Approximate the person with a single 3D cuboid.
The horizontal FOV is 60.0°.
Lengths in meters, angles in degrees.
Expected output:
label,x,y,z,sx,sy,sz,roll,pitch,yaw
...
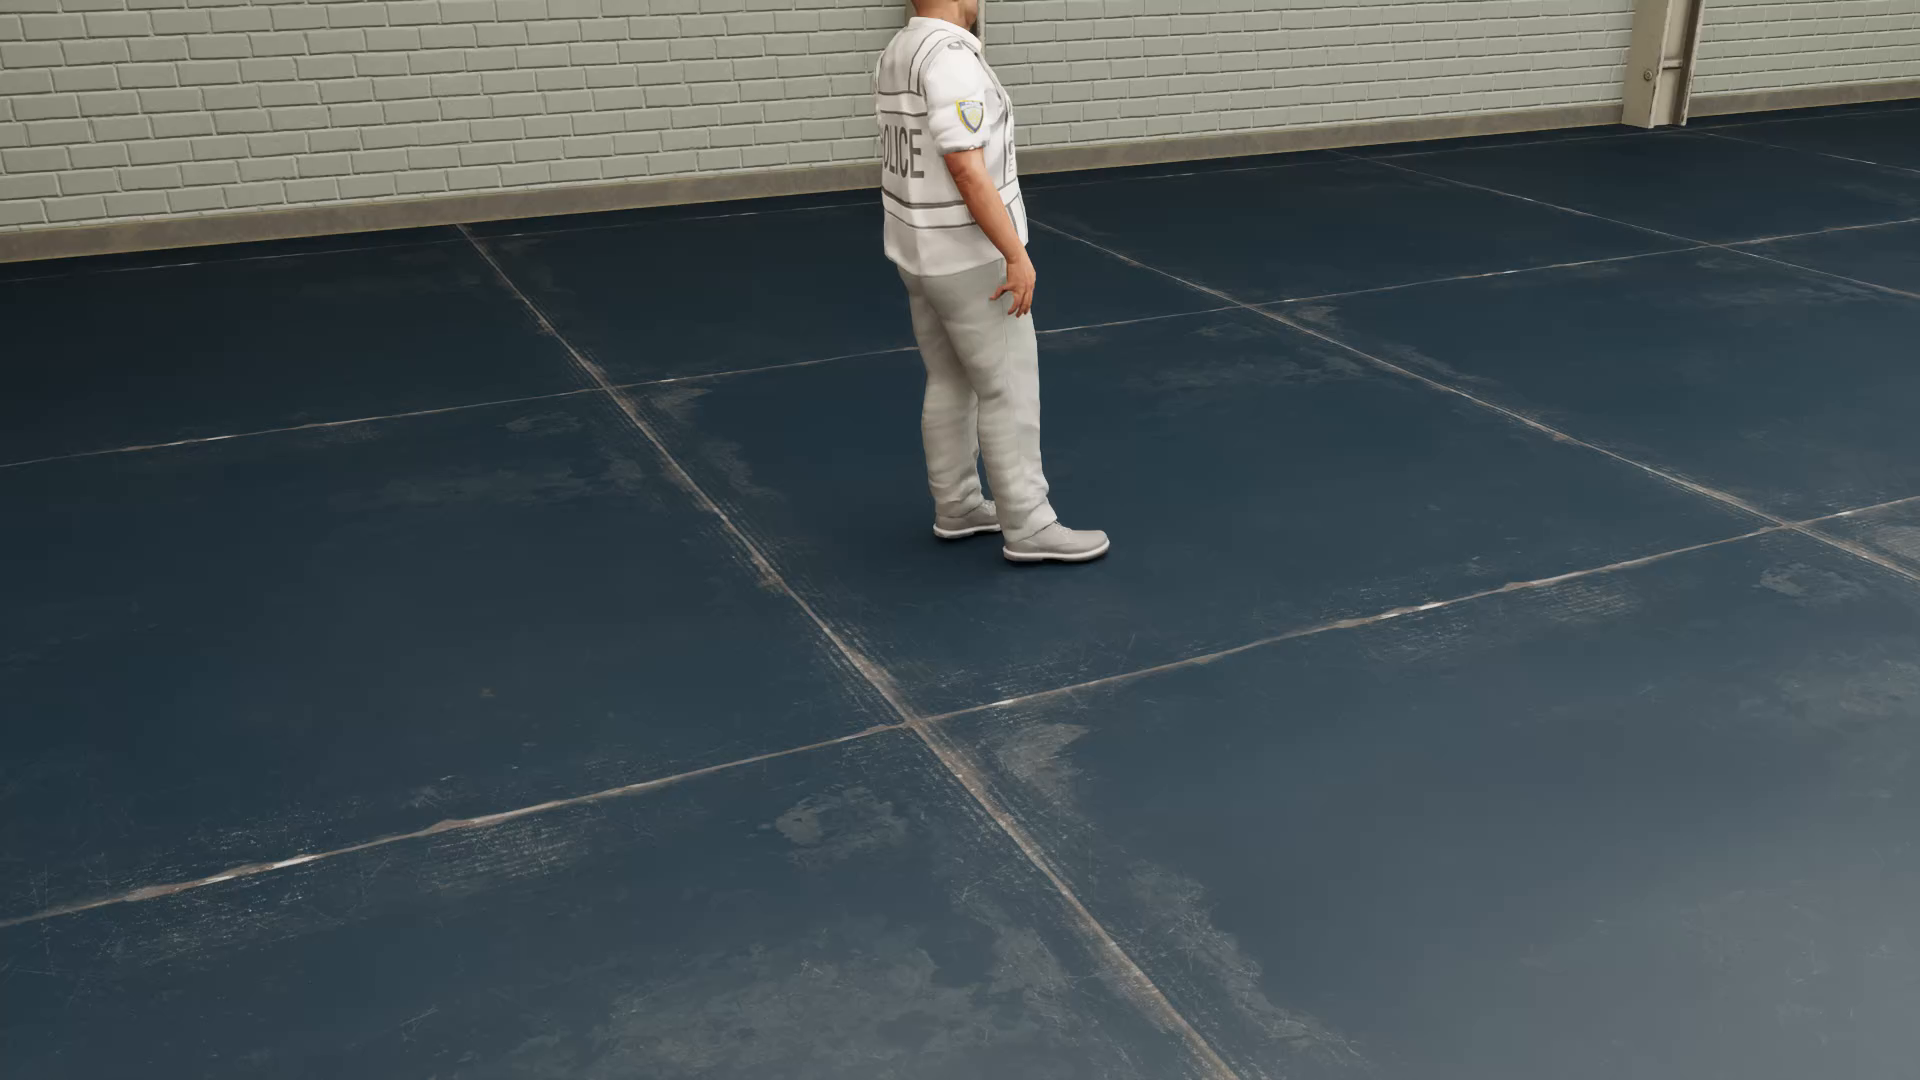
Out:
label,x,y,z,sx,sy,sz,roll,pitch,yaw
person,0.076,-0.835,4.784,0.574,1.772,0.641,-10,25,-23
